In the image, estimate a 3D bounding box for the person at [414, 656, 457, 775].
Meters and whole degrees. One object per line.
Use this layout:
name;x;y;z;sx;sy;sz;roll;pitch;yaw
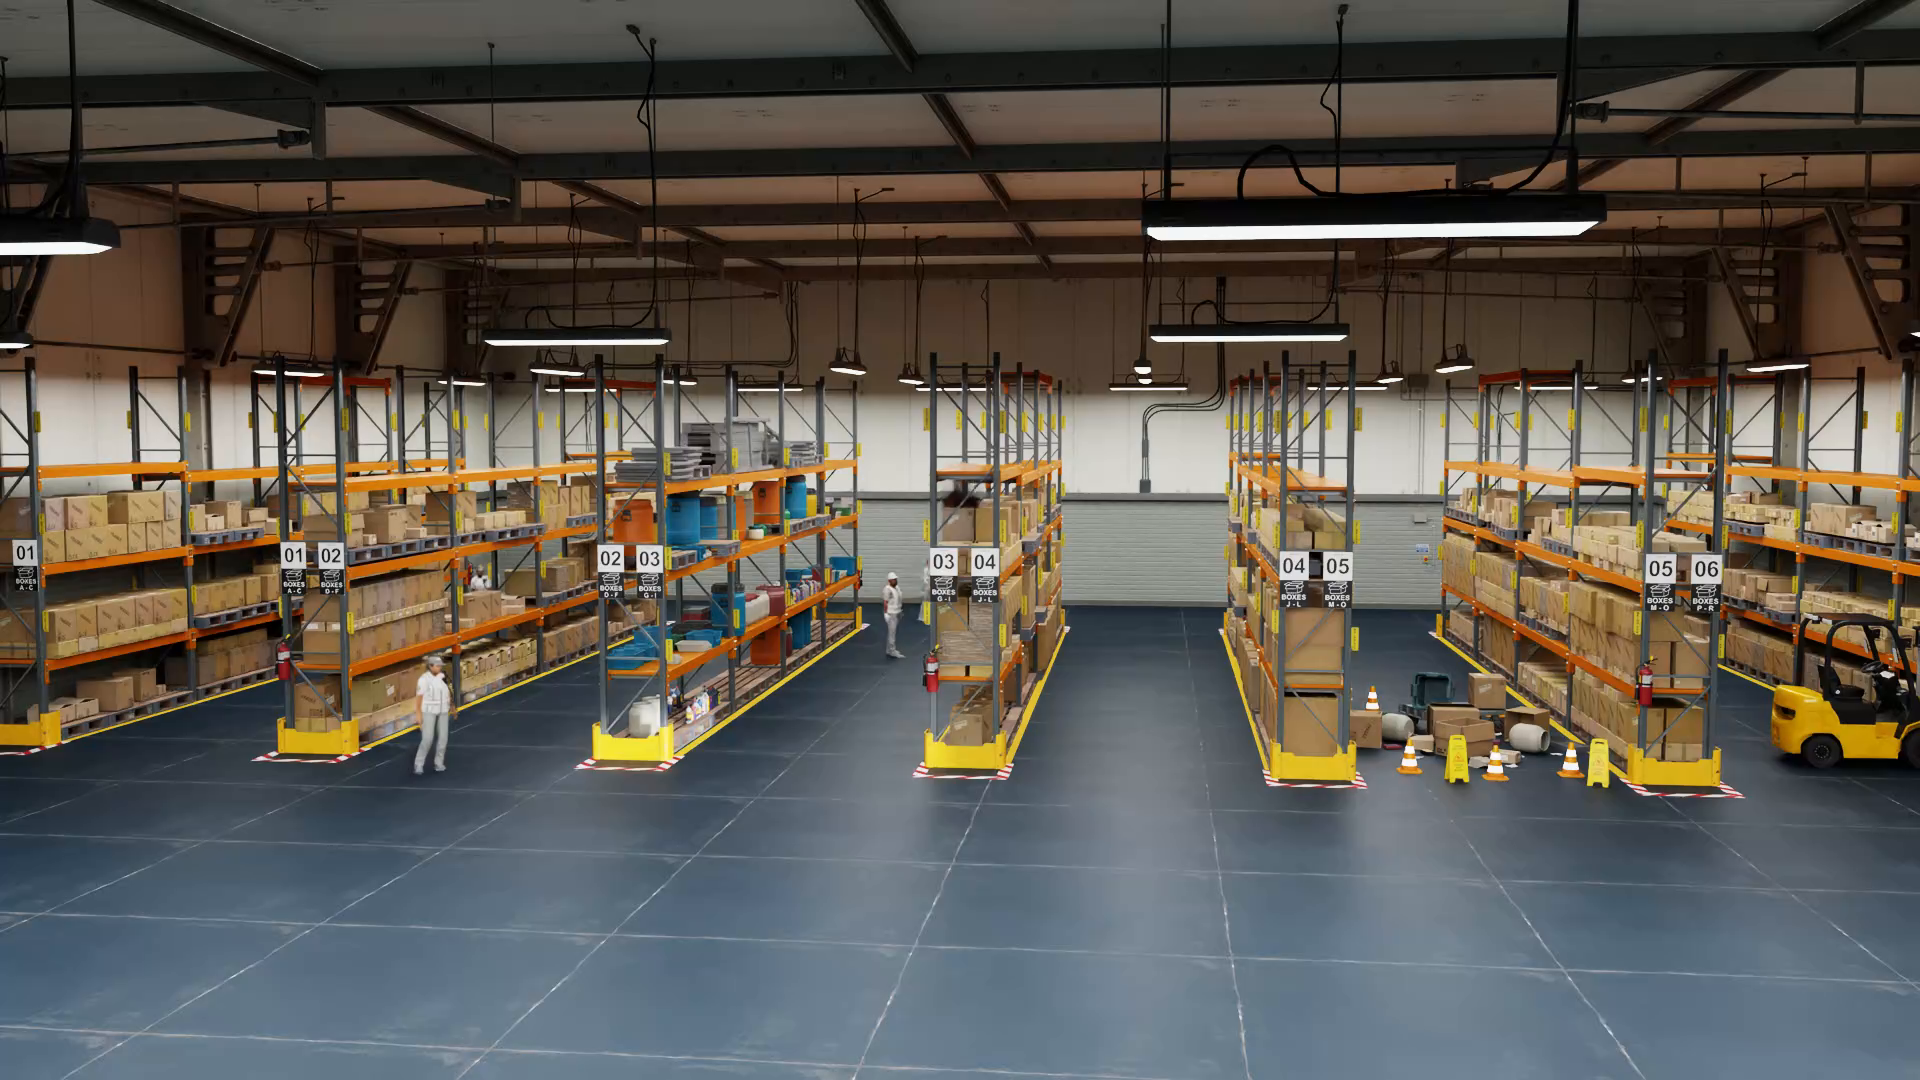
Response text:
person;-7.572;2.519;23.911;0.395;1.706;0.646;4;6;43

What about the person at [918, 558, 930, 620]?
person;-0.773;1.250;41.737;0.577;1.613;0.523;1;4;16

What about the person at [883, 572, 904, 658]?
person;-1.370;1.595;35.636;0.521;1.807;0.604;2;4;23

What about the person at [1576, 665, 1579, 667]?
person;12.757;1.715;33.931;0.409;1.773;0.581;2;4;24

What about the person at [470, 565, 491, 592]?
person;-11.291;1.401;39.270;0.563;1.637;0.987;0;4;7
